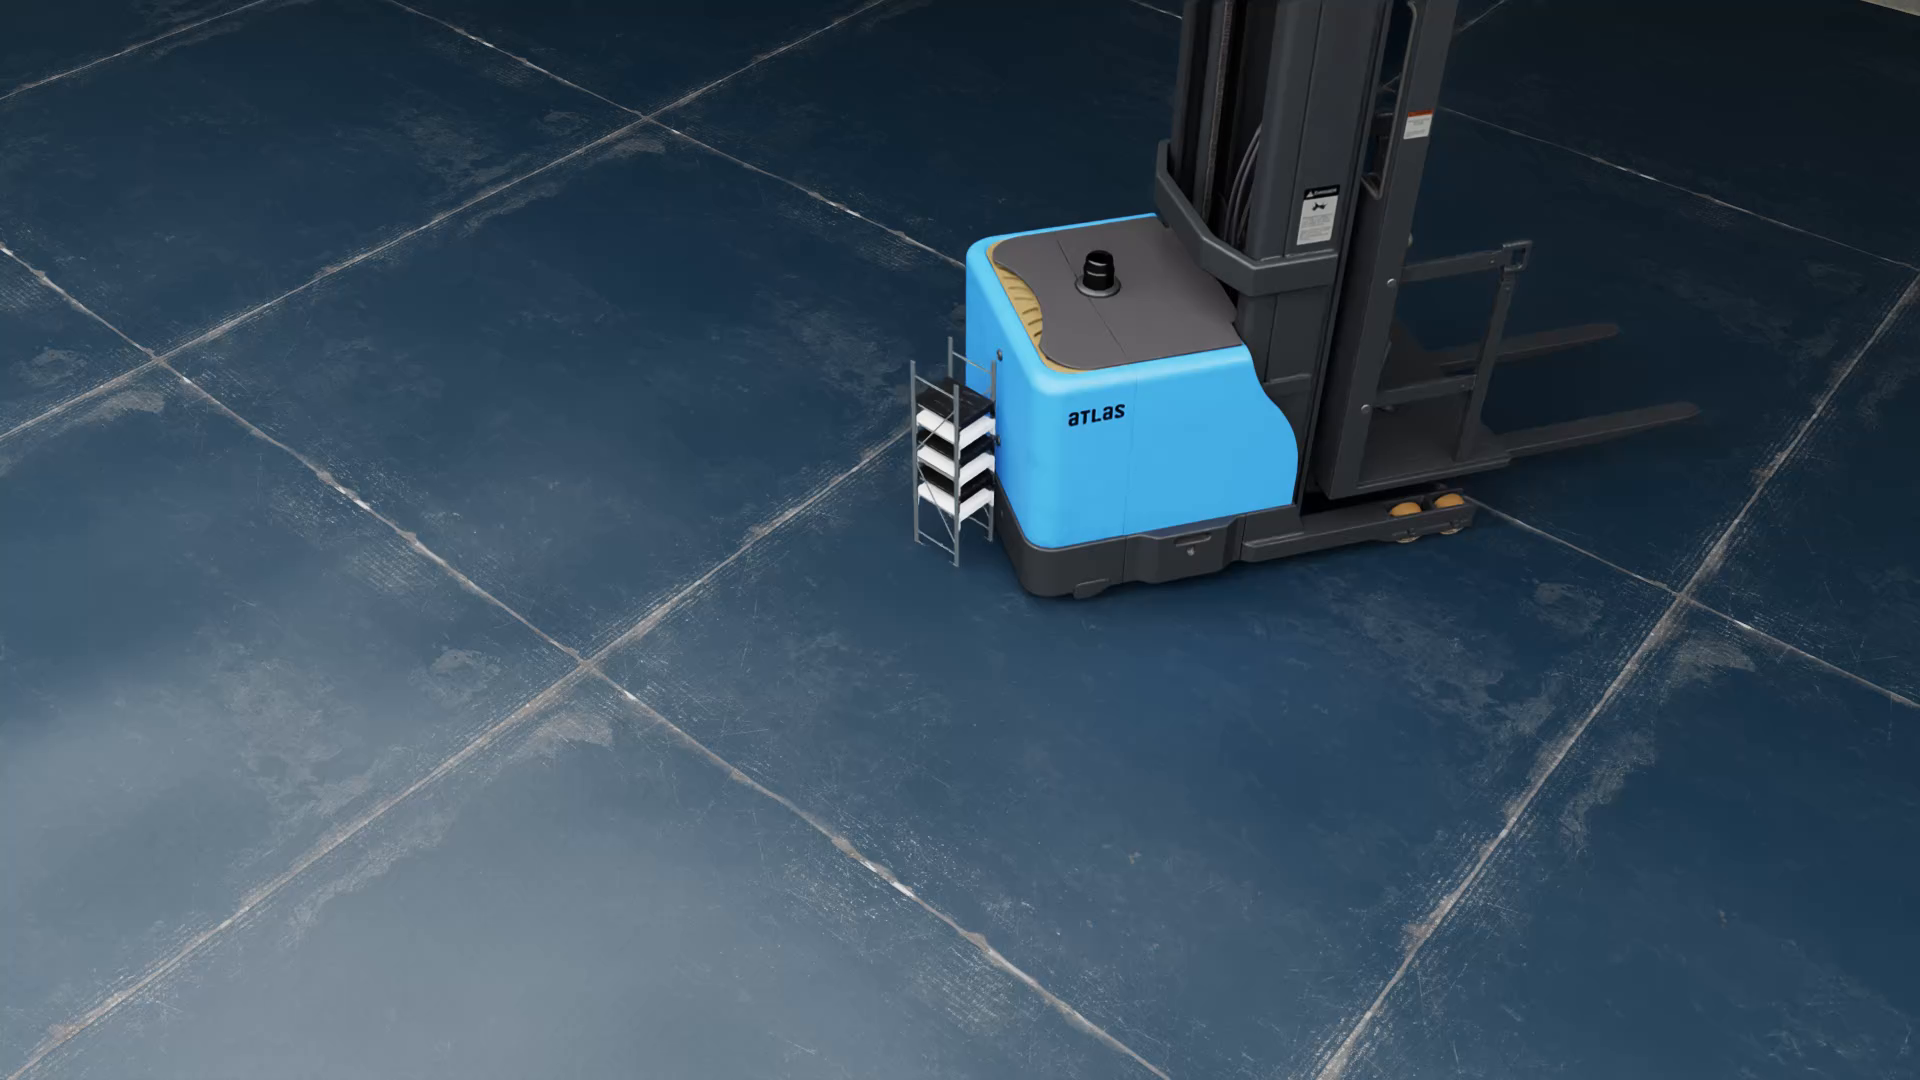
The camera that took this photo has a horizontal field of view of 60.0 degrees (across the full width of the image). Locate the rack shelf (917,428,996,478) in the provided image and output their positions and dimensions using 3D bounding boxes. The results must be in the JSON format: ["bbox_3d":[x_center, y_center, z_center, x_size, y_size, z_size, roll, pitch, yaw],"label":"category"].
[{"bbox_3d":[-0.025,-0.370,6.403,0.258,0.077,0.200,32,51,30],"label":"rack shelf"}]

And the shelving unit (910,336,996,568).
[{"bbox_3d":[-0.025,-0.328,6.441,0.258,0.900,0.210,32,51,30],"label":"shelving unit"}]

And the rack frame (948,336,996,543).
[{"bbox_3d":[0.044,-0.378,6.497,0.240,0.900,0.006,32,51,30],"label":"rack frame"}]

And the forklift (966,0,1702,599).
[{"bbox_3d":[1.585,-1.406,6.118,3.031,2.935,1.130,-11,43,-11],"label":"forklift"}]

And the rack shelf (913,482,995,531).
[{"bbox_3d":[-0.025,-0.170,6.585,0.258,0.077,0.200,32,51,30],"label":"rack shelf"}]

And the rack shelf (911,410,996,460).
[{"bbox_3d":[-0.025,-0.436,6.343,0.258,0.077,0.200,32,51,30],"label":"rack shelf"}]

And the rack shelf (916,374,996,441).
[{"bbox_3d":[-0.025,-0.503,6.282,0.258,0.077,0.200,32,51,30],"label":"rack shelf"}]

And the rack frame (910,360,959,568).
[{"bbox_3d":[-0.094,-0.277,6.386,0.240,0.900,0.006,32,51,30],"label":"rack frame"}]

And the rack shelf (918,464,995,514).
[{"bbox_3d":[-0.025,-0.236,6.524,0.258,0.077,0.200,32,51,30],"label":"rack shelf"}]

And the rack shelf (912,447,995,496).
[{"bbox_3d":[-0.025,-0.303,6.464,0.258,0.077,0.200,32,51,30],"label":"rack shelf"}]
